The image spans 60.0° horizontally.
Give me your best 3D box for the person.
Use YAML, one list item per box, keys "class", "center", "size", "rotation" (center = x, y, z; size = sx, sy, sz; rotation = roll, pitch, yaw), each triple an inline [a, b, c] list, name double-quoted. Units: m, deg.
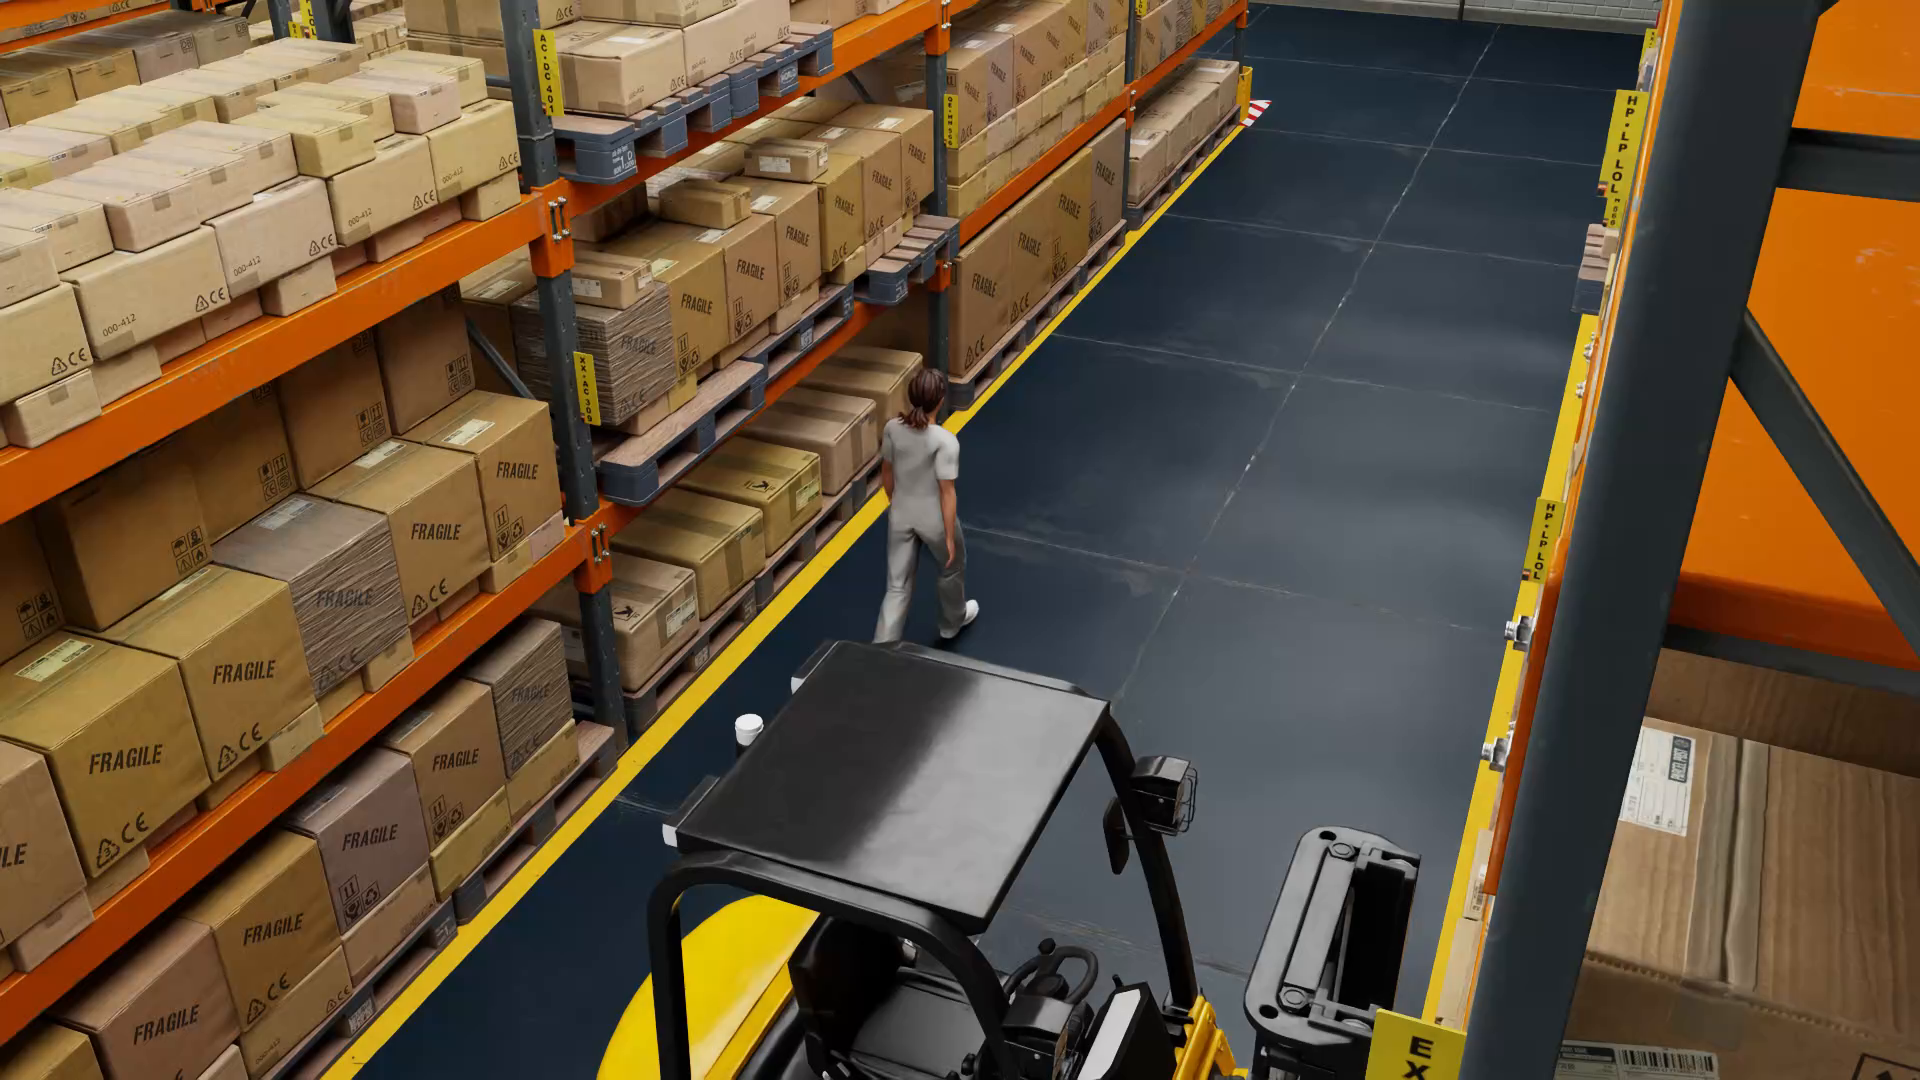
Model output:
- class: "person"
  center: [-0.208, -0.085, 8.297]
  size: [0.459, 1.620, 1.037]
  rotation: [12, 32, 20]
